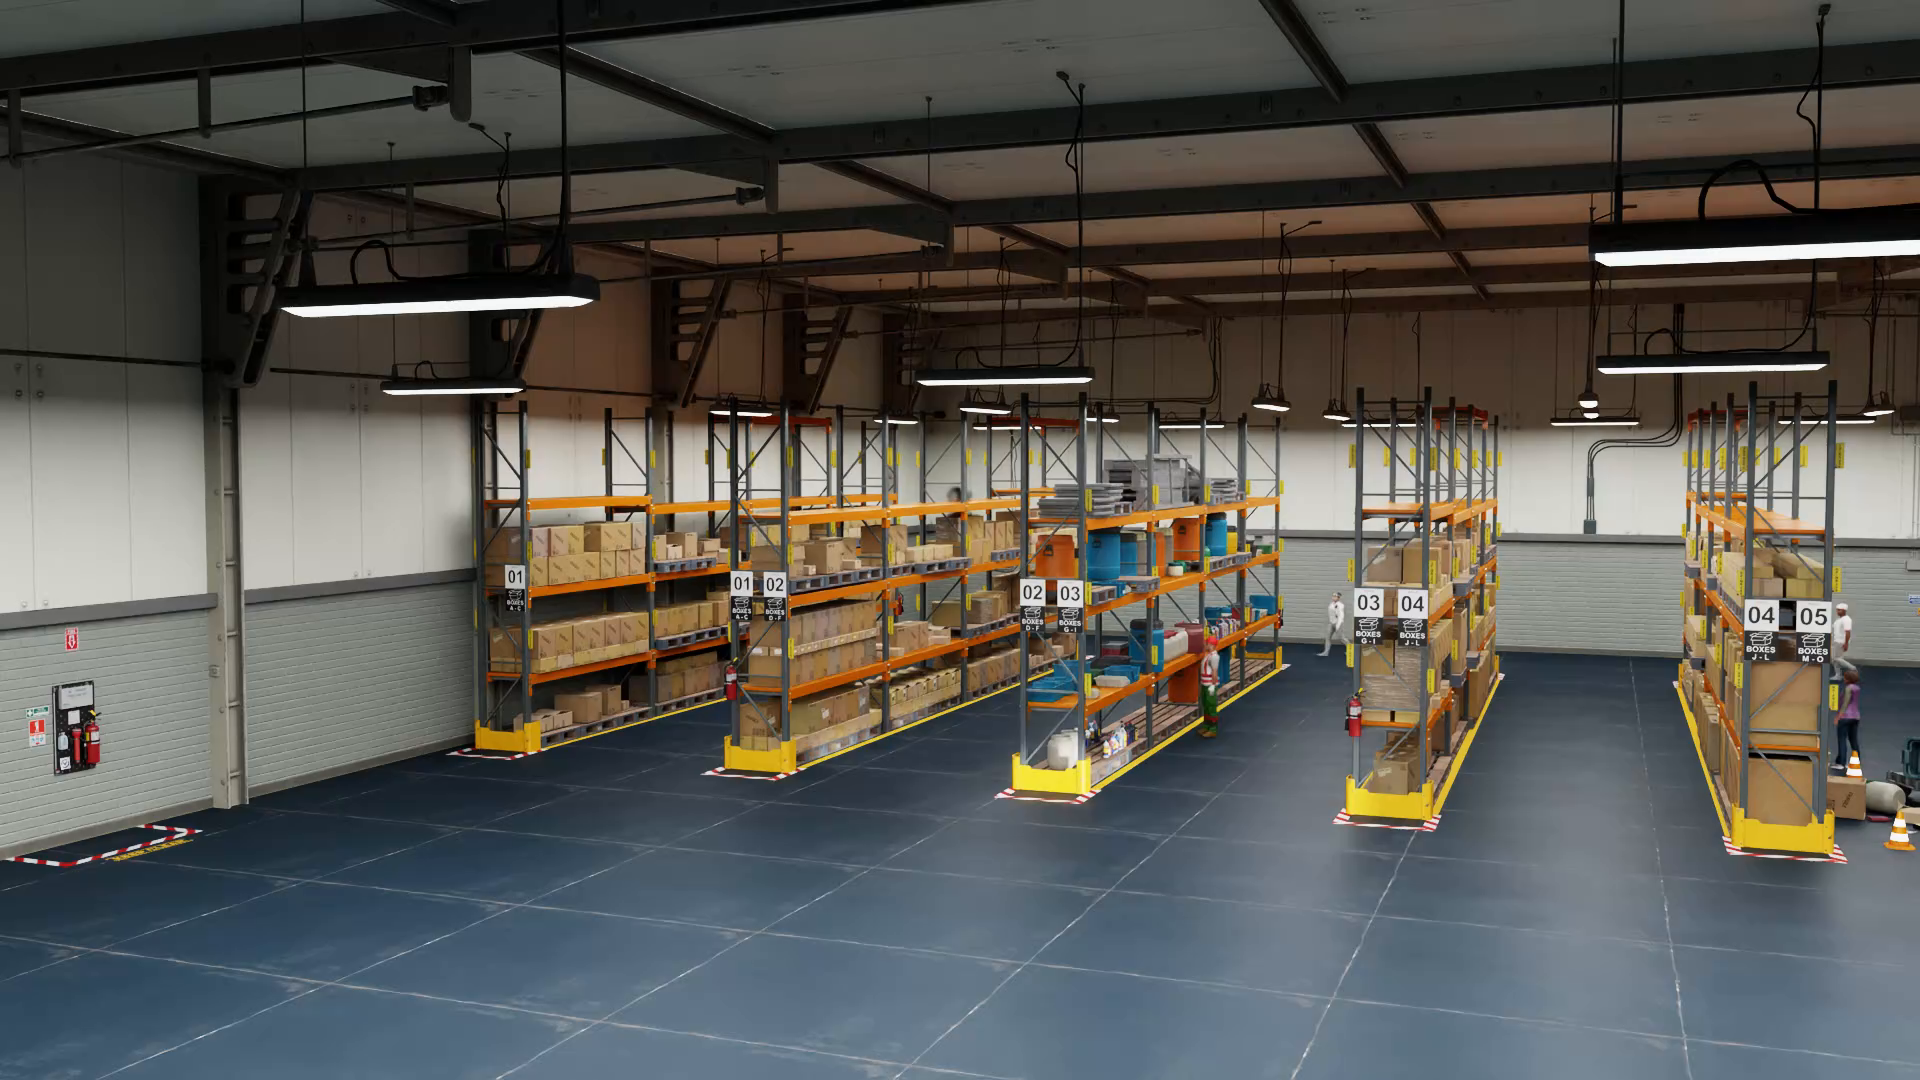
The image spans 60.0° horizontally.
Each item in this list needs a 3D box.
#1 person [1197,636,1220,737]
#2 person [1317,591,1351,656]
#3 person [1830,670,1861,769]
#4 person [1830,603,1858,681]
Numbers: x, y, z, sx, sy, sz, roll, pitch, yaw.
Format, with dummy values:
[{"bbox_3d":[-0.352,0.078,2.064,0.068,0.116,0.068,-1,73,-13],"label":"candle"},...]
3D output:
[{"bbox_3d":[4.495,2.634,30.069,0.386,1.795,0.590,-1,3,-11],"label":"person"},{"bbox_3d":[9.512,2.117,42.098,0.921,1.653,0.515,-1,3,-19],"label":"person"},{"bbox_3d":[14.346,2.904,26.882,0.496,1.606,0.328,-1,3,-23],"label":"person"},{"bbox_3d":[19.835,2.297,37.371,0.572,1.753,0.582,1,3,17],"label":"person"}]
